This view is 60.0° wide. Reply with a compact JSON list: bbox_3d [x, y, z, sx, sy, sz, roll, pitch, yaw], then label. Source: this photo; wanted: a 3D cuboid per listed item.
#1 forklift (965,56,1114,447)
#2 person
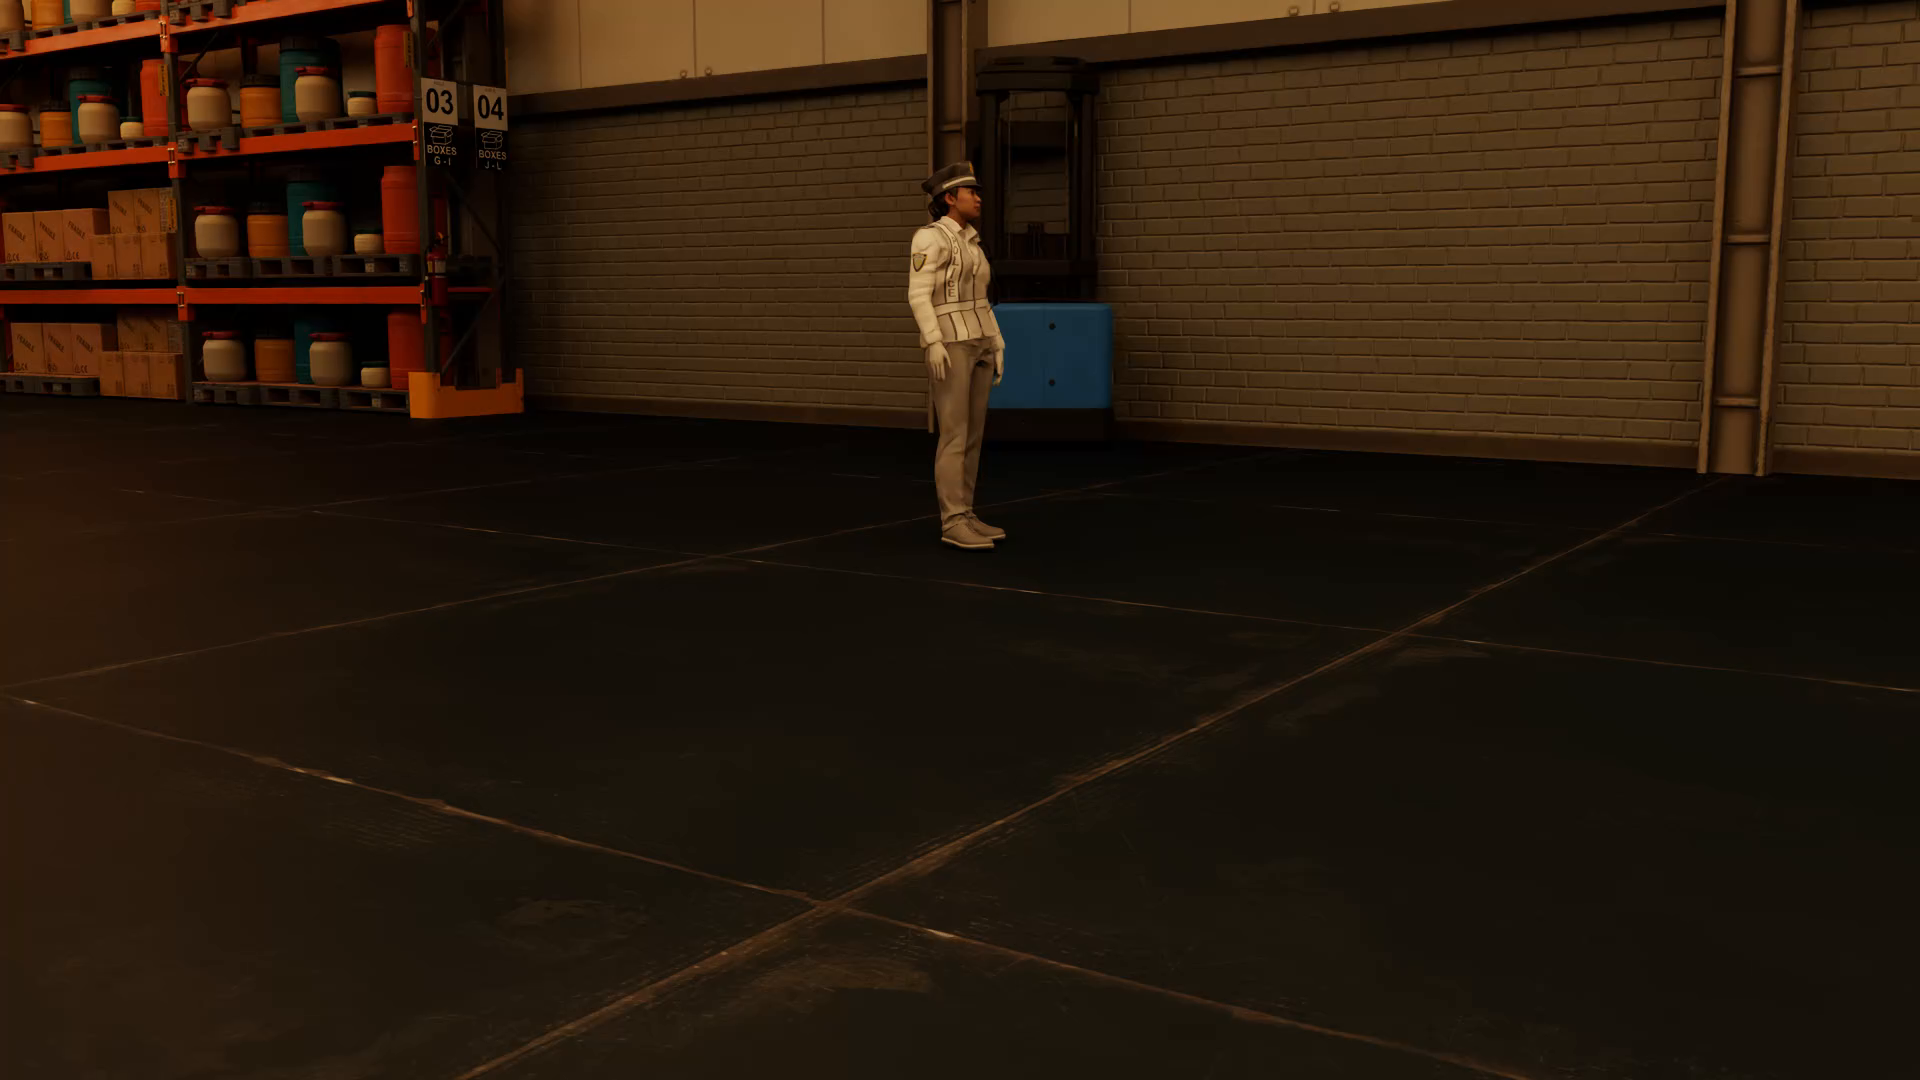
[{"bbox_3d":[0.586,-2.318,13.492,1.130,2.935,3.031,0,8,-1],"label":"forklift"},{"bbox_3d":[0.053,-0.840,7.439,0.530,1.694,0.586,5,10,34],"label":"person"}]
